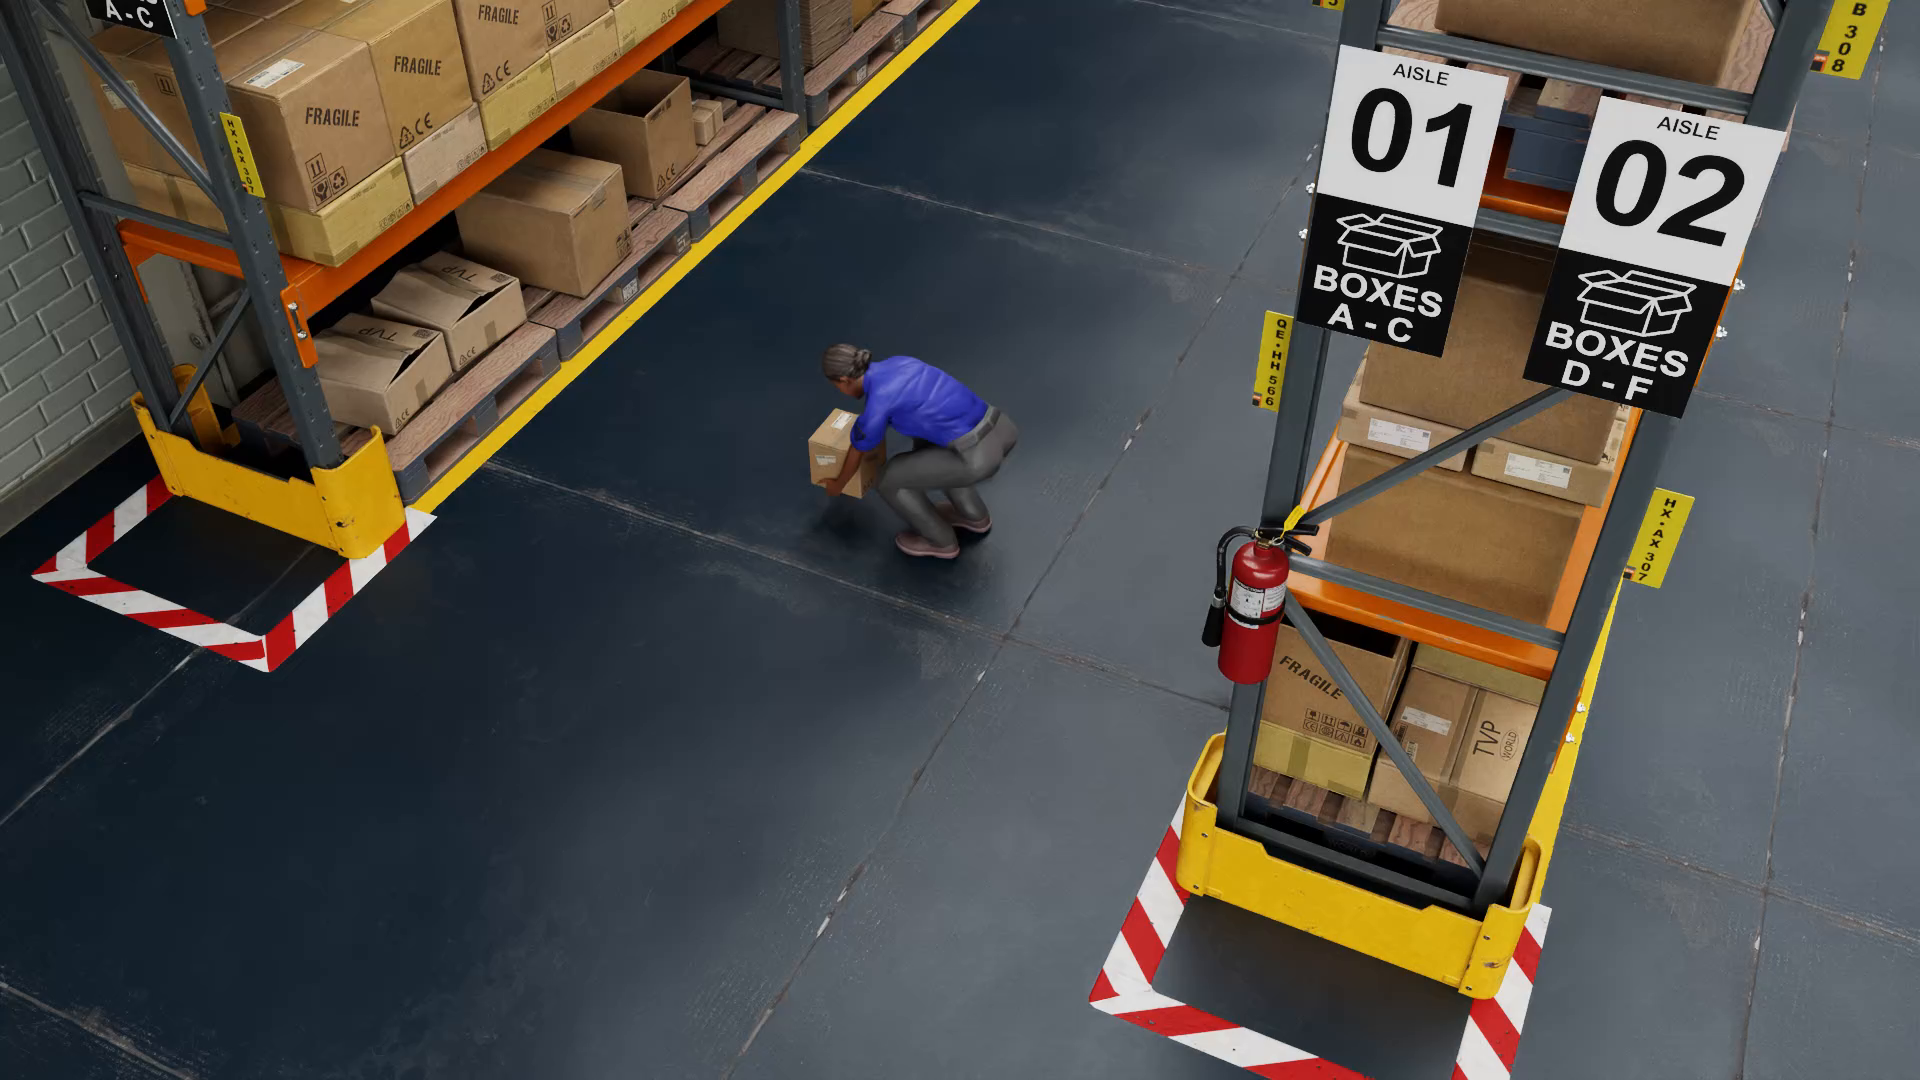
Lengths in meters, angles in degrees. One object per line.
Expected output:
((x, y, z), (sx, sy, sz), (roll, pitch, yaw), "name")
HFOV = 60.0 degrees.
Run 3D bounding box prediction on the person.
((-0.185, -0.394, 7.138), (0.856, 0.941, 0.454), (16, 45, 17), "person")
